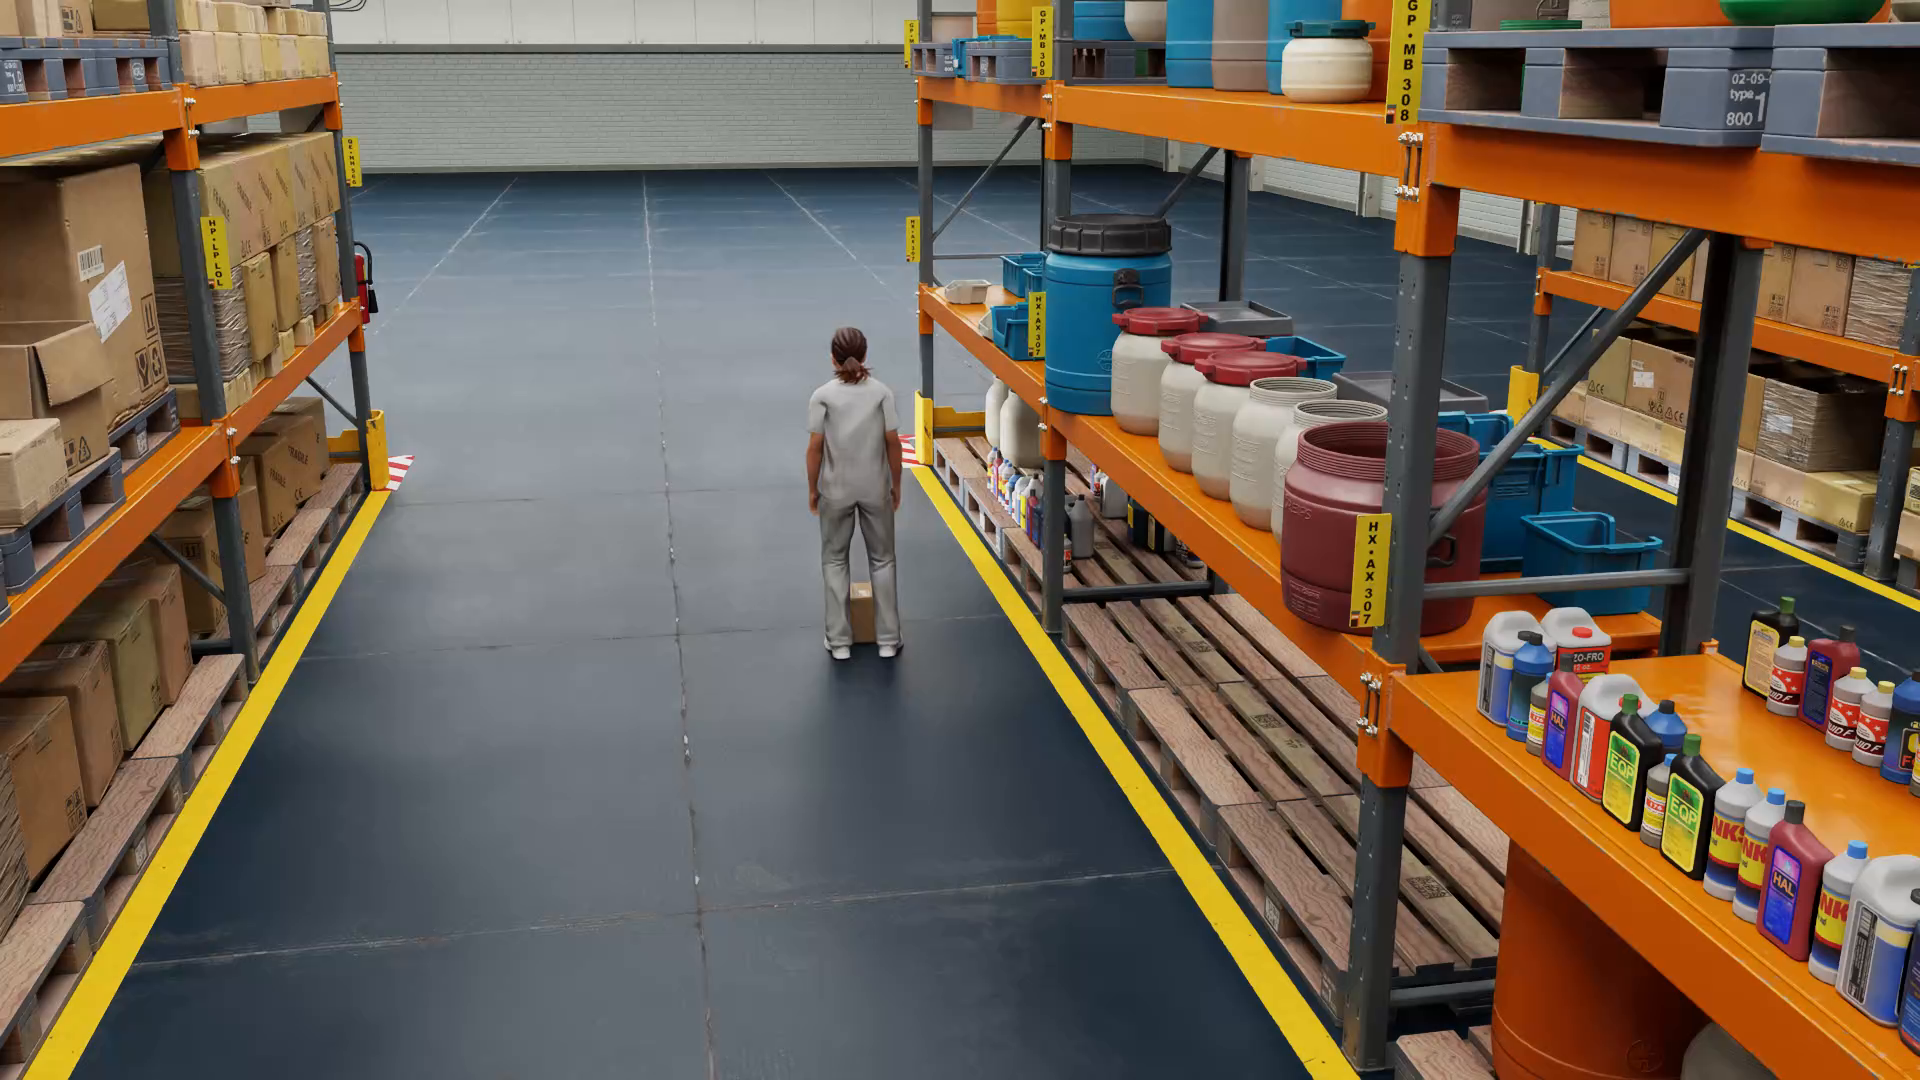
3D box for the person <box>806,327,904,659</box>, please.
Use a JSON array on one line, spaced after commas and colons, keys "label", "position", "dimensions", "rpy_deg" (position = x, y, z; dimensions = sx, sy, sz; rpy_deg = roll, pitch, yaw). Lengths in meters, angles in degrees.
[{"label": "person", "position": [-0.521, -0.228, 8.310], "dimensions": [0.491, 1.672, 0.364], "rpy_deg": [-2, 17, -8]}]
